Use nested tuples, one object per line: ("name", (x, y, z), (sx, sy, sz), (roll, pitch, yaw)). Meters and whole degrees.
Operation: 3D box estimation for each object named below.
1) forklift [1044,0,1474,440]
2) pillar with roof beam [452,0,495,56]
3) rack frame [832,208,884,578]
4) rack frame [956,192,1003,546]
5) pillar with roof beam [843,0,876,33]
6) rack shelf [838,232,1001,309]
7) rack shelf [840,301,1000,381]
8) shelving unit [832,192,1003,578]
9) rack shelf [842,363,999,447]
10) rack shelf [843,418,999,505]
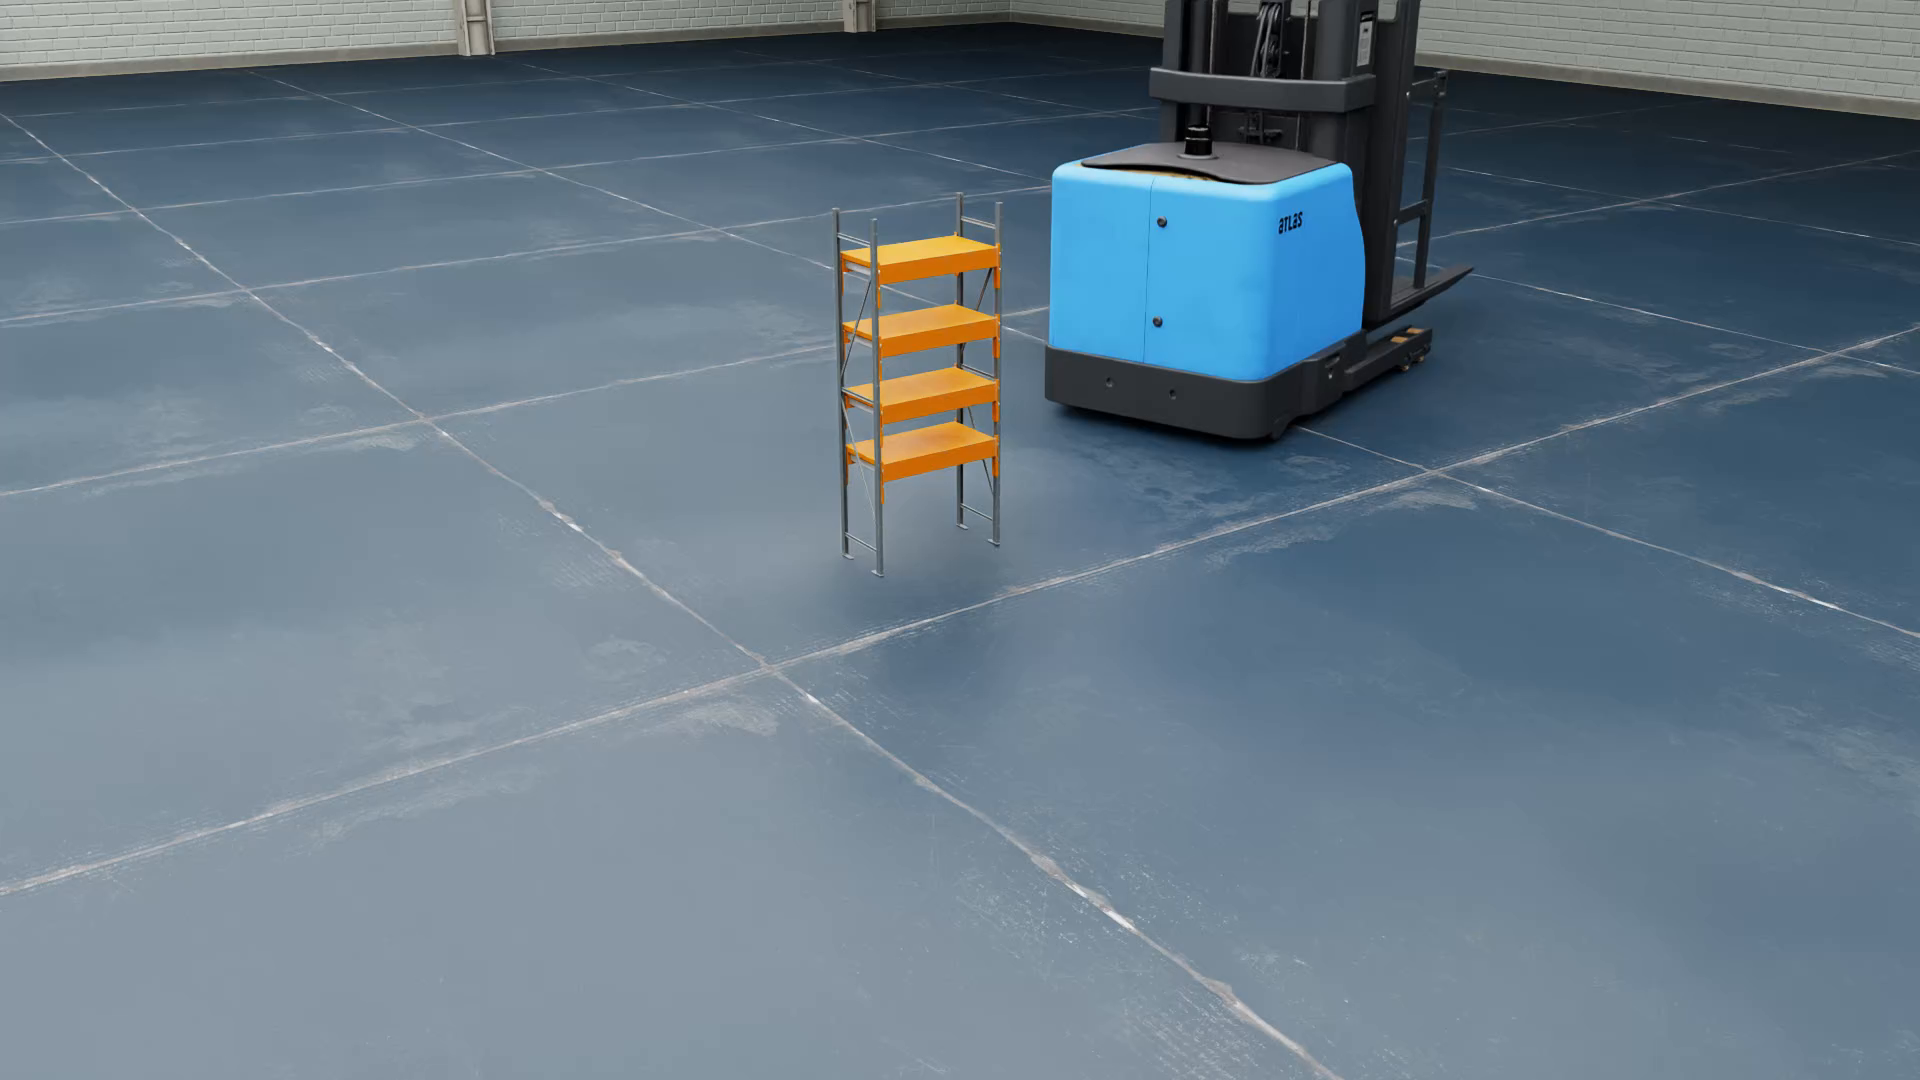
("forklift", (1.634, -2.256, 7.594), (1.130, 2.935, 3.031), (15, 26, 33))
("pillar with roof beam", (-3.881, -9.314, 17.096), (0.400, 9.000, 9.100), (-15, 26, -33))
("rack frame", (-0.332, -0.469, 5.452), (0.015, 1.200, 0.240), (-15, 26, -33))
("rack frame", (0.064, -0.574, 5.717), (0.015, 1.200, 0.240), (-15, 26, -33))
("pillar with roof beam", (0.989, -10.613, 20.351), (0.400, 9.000, 9.100), (-15, 26, -33))
("rack shelf", (-0.134, -0.886, 5.439), (0.480, 0.148, 0.258), (-15, 26, -33))
("rack shelf", (-0.134, -0.667, 5.526), (0.480, 0.148, 0.258), (-15, 26, -33))
("shelving unit", (-0.134, -0.521, 5.584), (0.503, 1.200, 0.258), (-15, 26, -33))
("rack shelf", (-0.134, -0.459, 5.609), (0.480, 0.148, 0.258), (-15, 26, -33))
("rack shelf", (-0.134, -0.275, 5.683), (0.480, 0.148, 0.258), (-15, 26, -33))
